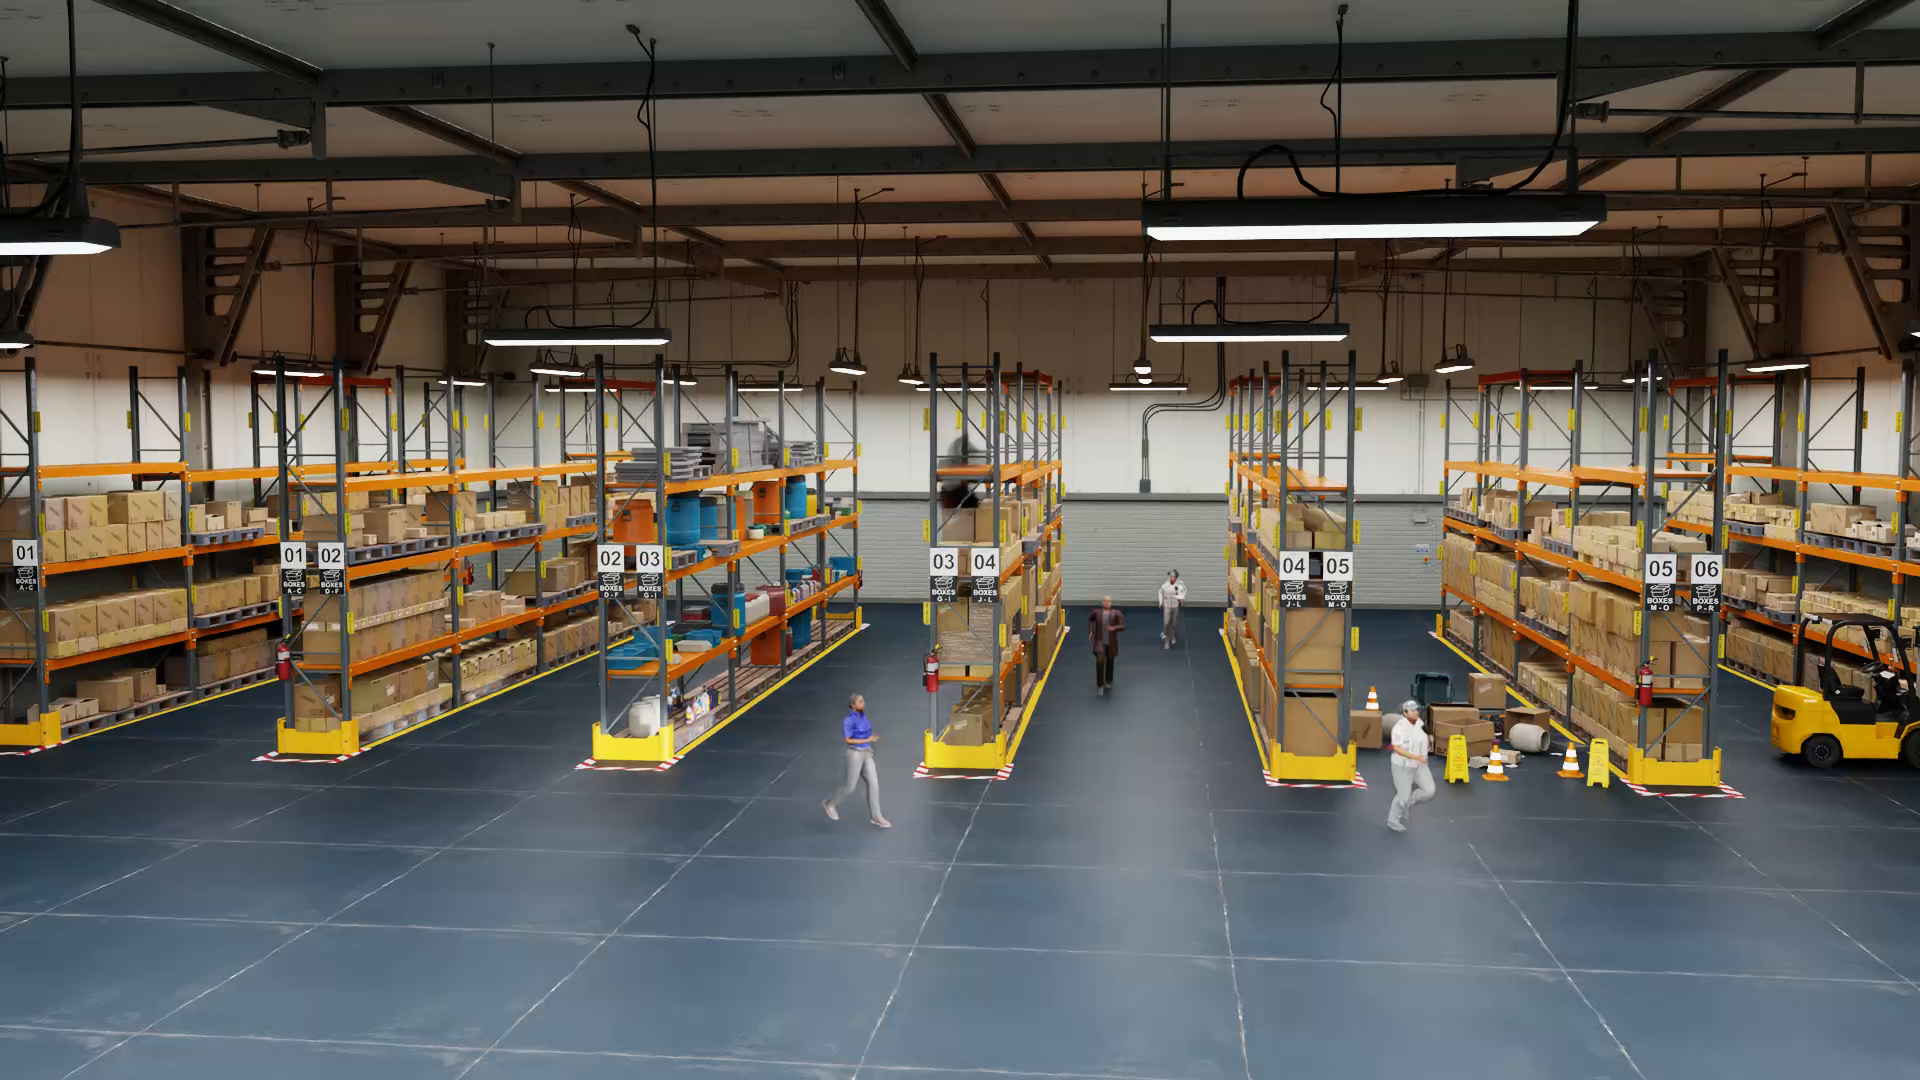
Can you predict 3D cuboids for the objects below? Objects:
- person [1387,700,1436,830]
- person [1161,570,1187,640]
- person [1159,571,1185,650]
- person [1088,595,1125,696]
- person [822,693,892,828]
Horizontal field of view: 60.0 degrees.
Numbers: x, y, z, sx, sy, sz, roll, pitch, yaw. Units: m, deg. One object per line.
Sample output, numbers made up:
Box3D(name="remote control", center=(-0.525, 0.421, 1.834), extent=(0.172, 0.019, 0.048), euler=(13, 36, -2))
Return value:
Box3D(name="person", center=(5.531, 2.757, 20.312), extent=(0.626, 1.623, 0.668), euler=(-2, 5, -27))
Box3D(name="person", center=(4.920, 1.484, 38.550), extent=(0.612, 1.599, 0.783), euler=(2, 4, 22))
Box3D(name="person", center=(4.694, 1.548, 36.895), extent=(0.583, 1.752, 0.762), euler=(1, 4, 8))
Box3D(name="person", center=(2.700, 1.935, 30.759), extent=(0.676, 1.839, 0.867), euler=(0, 4, 4))
Box3D(name="person", center=(-1.254, 2.706, 20.576), extent=(0.890, 1.637, 0.584), euler=(2, 5, 31))
